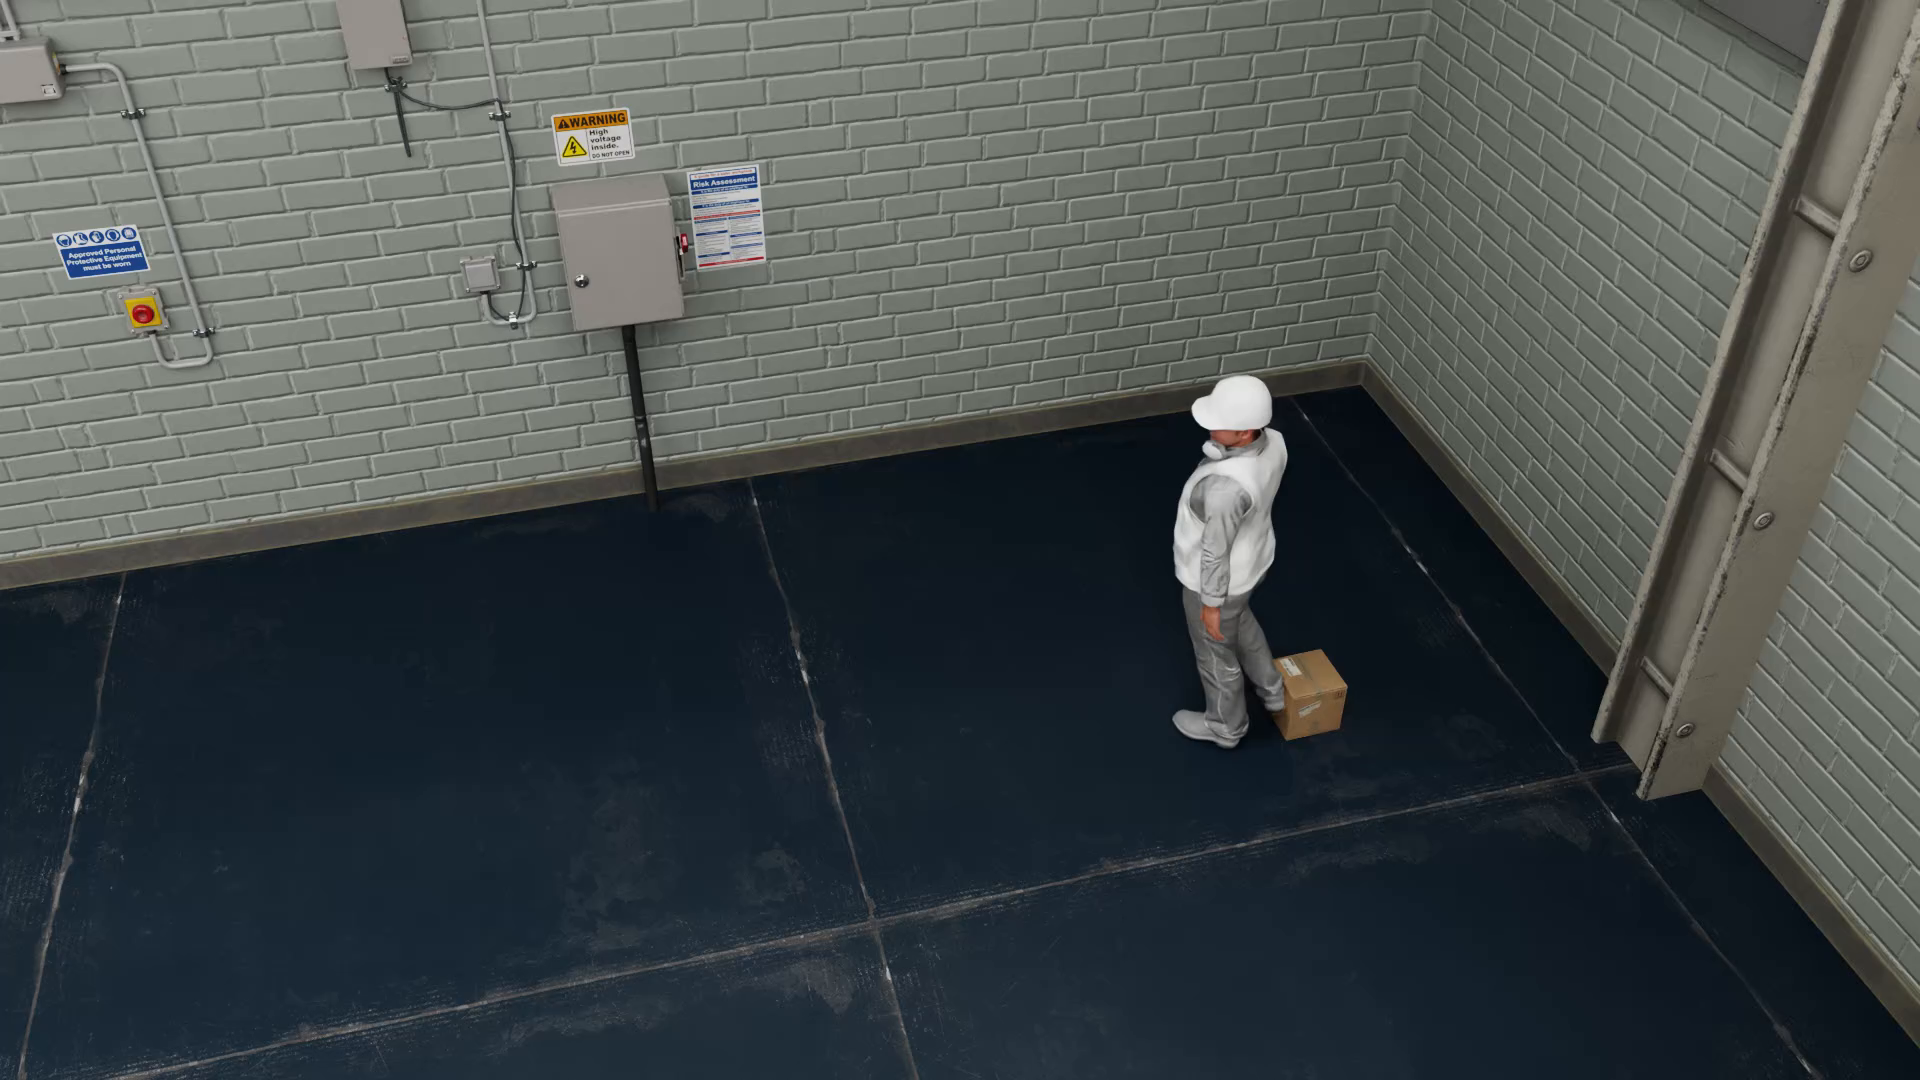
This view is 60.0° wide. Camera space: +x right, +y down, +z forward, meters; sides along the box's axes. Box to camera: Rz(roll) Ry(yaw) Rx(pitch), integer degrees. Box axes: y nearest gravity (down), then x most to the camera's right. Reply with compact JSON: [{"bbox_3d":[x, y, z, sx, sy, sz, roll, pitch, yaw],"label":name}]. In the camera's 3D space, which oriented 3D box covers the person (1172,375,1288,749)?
[{"bbox_3d":[1.113,0.085,6.555,0.473,1.764,0.694,22,43,26],"label":"person"}]
